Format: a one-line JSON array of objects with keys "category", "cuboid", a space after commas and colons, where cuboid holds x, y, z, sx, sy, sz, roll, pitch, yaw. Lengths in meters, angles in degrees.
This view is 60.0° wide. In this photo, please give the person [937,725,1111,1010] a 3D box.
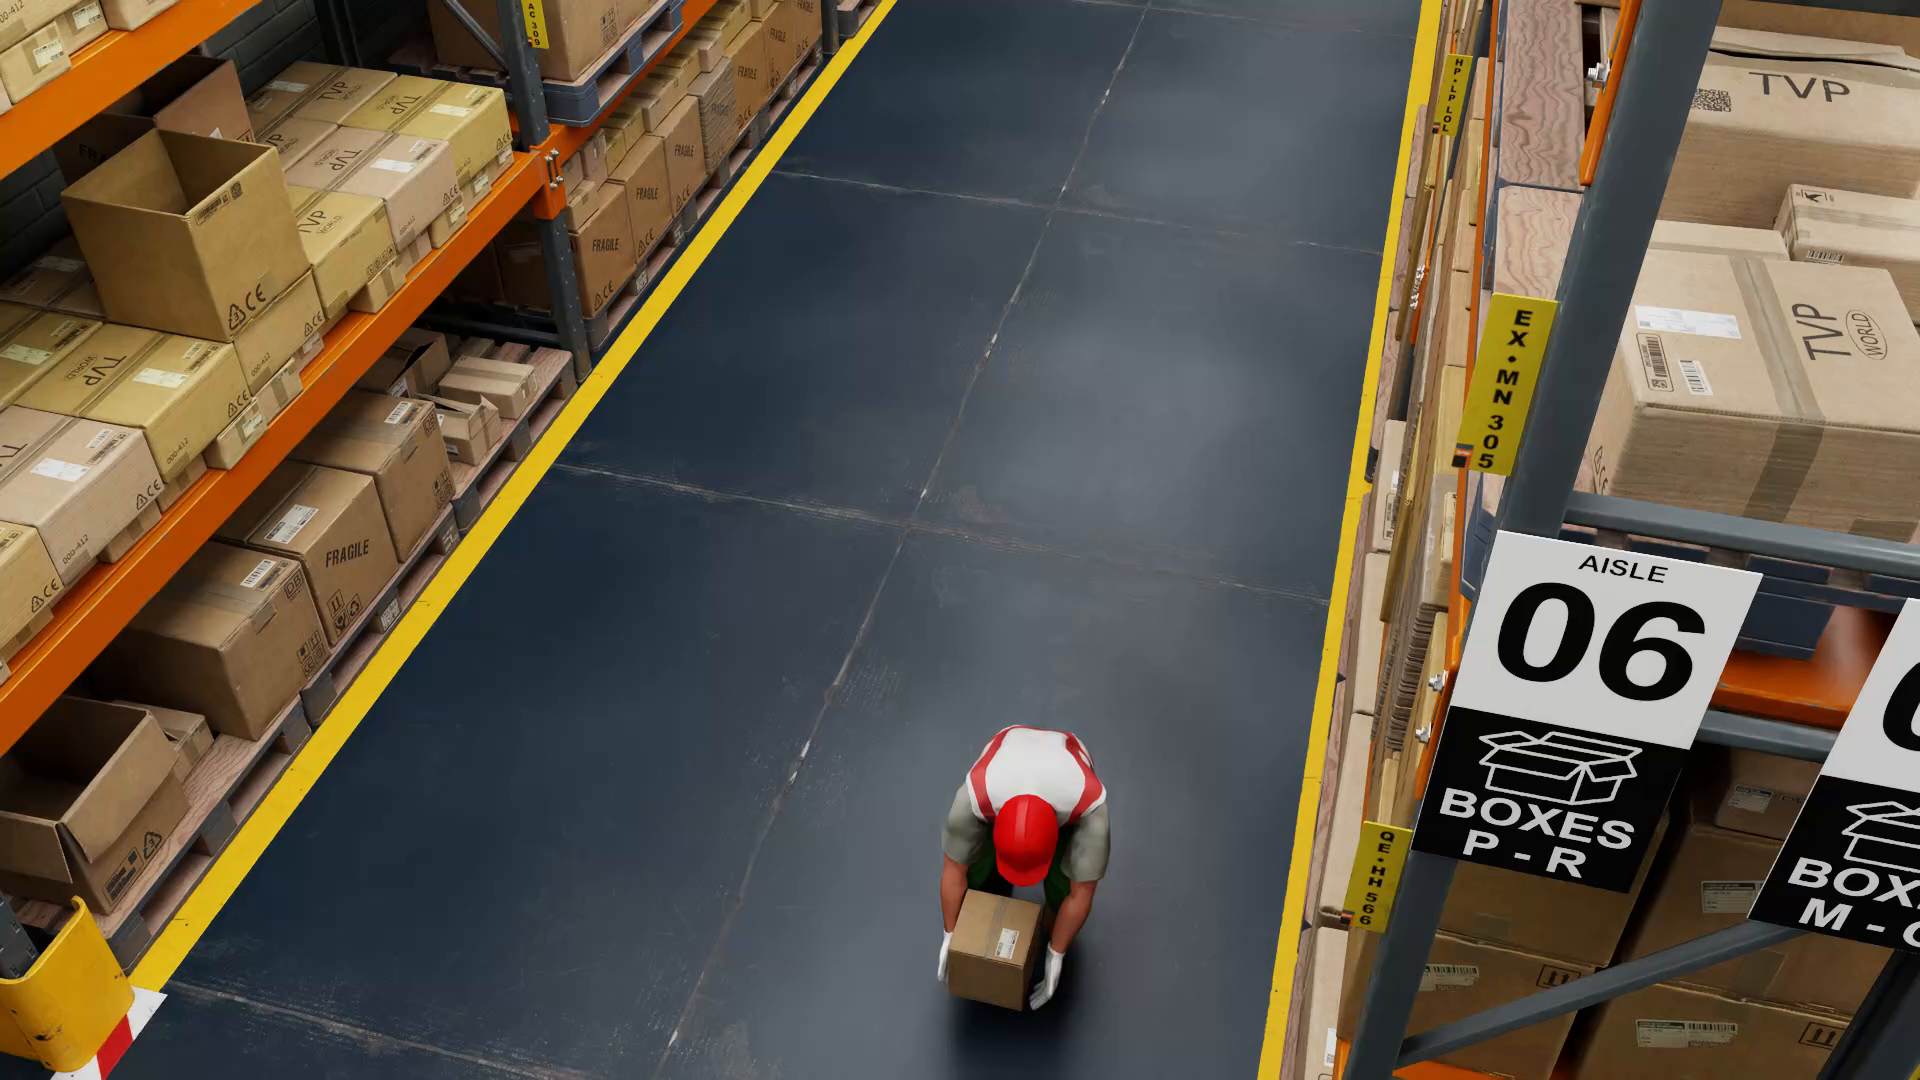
[{"category": "person", "cuboid": [0.236, 1.002, 5.584, 0.567, 0.998, 0.884, 10, 42, 11]}]
